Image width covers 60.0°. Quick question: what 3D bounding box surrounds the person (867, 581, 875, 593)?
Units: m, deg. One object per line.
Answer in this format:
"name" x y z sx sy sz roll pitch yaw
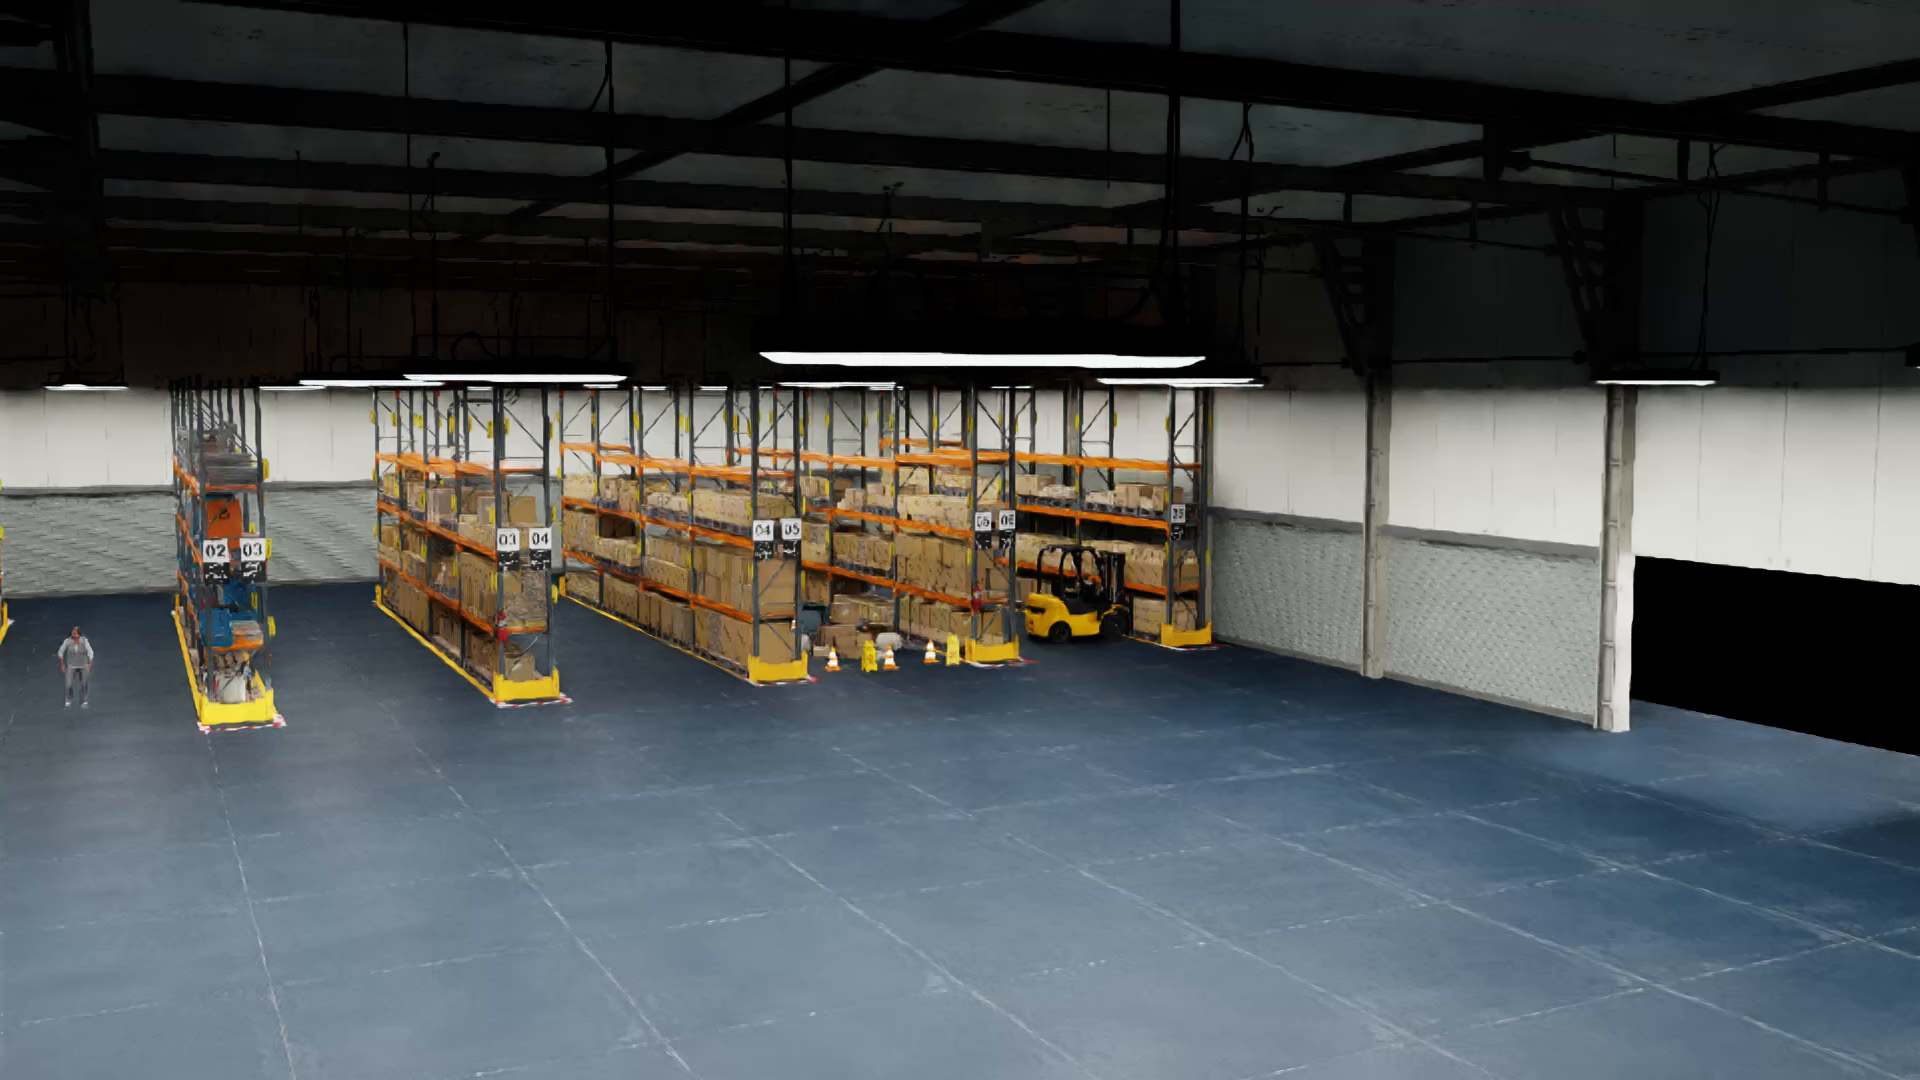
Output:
"person" -2.703 0.670 47.407 0.560 1.655 0.612 0 5 -2

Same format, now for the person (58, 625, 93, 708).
"person" -15.972 2.290 30.053 0.566 1.541 0.519 -3 6 -30
